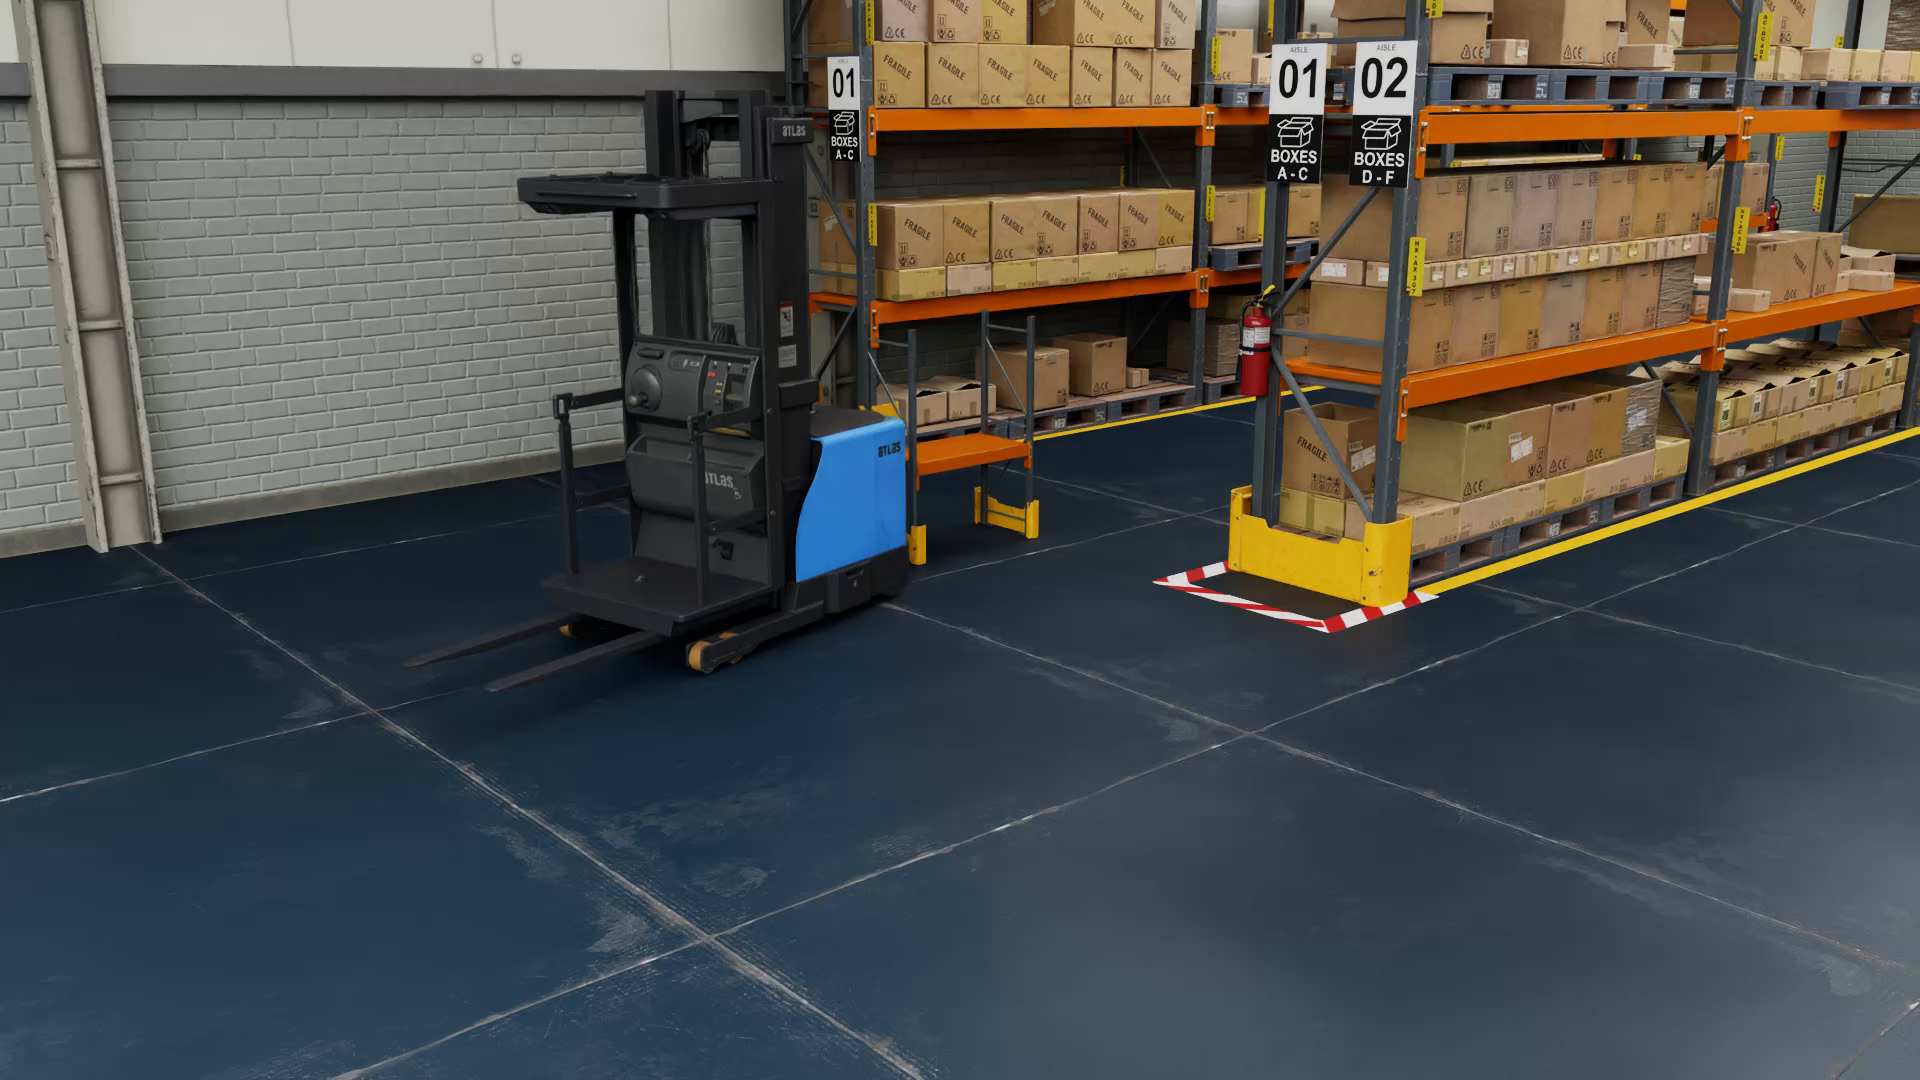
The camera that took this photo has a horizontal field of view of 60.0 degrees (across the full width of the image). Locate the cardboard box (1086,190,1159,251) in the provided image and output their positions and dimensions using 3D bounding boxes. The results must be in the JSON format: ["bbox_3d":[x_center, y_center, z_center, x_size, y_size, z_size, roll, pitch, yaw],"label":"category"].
[{"bbox_3d":[1.448,-2.909,15.126,0.500,0.500,0.500,-13,20,-40],"label":"cardboard box"}]

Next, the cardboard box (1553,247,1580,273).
[{"bbox_3d":[3.809,-1.840,10.877,0.250,0.149,0.380,-12,19,-39],"label":"cardboard box"}]

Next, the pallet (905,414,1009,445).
[{"bbox_3d":[-0.350,-0.954,14.413,1.213,0.211,1.003,-13,19,-39],"label":"pallet"}]

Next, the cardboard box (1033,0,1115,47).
[{"bbox_3d":[0.981,-4.503,14.311,0.500,0.500,0.500,-14,20,-41],"label":"cardboard box"}]

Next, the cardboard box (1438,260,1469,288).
[{"bbox_3d":[2.846,-1.626,10.072,0.250,0.149,0.380,-13,20,-41],"label":"cardboard box"}]

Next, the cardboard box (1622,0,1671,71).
[{"bbox_3d":[4.676,-3.606,11.845,0.500,0.500,0.500,-11,18,-35],"label":"cardboard box"}]

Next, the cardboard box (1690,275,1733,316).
[{"bbox_3d":[5.571,-1.891,12.808,0.500,0.250,0.500,-11,19,-36],"label":"cardboard box"}]

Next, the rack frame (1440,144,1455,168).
[{"bbox_3d":[4.992,-3.513,18.589,0.127,3.000,1.000,-13,19,-39],"label":"rack frame"}]

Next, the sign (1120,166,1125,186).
[{"bbox_3d":[1.607,-3.502,16.305,0.005,0.325,0.100,-13,19,-39],"label":"sign"}]

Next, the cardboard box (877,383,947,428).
[{"bbox_3d":[-0.462,-1.171,14.179,0.500,0.311,0.500,13,20,41],"label":"cardboard box"}]

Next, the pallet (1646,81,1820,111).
[{"bbox_3d":[5.886,-3.380,12.651,1.217,0.209,0.805,-14,20,-42],"label":"pallet"}]

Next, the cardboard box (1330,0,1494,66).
[{"bbox_3d":[2.647,-3.060,9.796,0.637,0.503,0.797,-11,18,-36],"label":"cardboard box"}]

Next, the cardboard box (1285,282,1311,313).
[{"bbox_3d":[3.627,-2.576,17.618,0.500,0.250,0.500,-13,20,-40],"label":"cardboard box"}]

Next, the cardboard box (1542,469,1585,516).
[{"bbox_3d":[3.894,-0.370,11.336,0.500,0.250,0.500,-13,19,-39],"label":"cardboard box"}]

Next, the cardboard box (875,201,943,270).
[{"bbox_3d":[-0.486,-2.480,13.519,0.500,0.500,0.500,-13,19,-39],"label":"cardboard box"}]

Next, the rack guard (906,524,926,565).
[{"bbox_3d":[-0.433,-0.023,10.854,0.087,0.250,0.587,-13,19,-39],"label":"rack guard"}]

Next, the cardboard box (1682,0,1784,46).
[{"bbox_3d":[5.720,-3.910,12.288,0.500,0.500,0.500,-12,19,-39],"label":"cardboard box"}]

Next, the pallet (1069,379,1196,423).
[{"bbox_3d":[1.491,-1.368,15.961,1.213,0.211,1.003,-13,19,-39],"label":"pallet"}]

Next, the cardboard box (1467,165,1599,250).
[{"bbox_3d":[3.762,-2.215,11.023,0.500,0.500,0.700,-13,19,-39],"label":"cardboard box"}]

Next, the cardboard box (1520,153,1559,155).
[{"bbox_3d":[7.101,-4.637,20.537,0.500,0.250,0.500,-12,19,-39],"label":"cardboard box"}]

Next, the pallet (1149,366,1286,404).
[{"bbox_3d":[2.561,-1.620,16.907,1.213,0.211,1.003,-13,19,-39],"label":"pallet"}]

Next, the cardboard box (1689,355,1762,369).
[{"bbox_3d":[6.494,-1.399,14.104,0.500,0.311,0.500,-13,20,-40],"label":"cardboard box"}]

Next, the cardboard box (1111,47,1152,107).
[{"bbox_3d":[1.366,-4.126,14.838,0.500,0.500,0.500,14,20,42],"label":"cardboard box"}]

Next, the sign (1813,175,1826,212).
[{"bbox_3d":[7.883,-3.174,15.232,0.005,0.325,0.100,-13,19,-39],"label":"sign"}]

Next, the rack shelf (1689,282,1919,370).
[{"bbox_3d":[6.738,-1.863,13.806,4.000,0.370,1.077,-13,19,-39],"label":"rack shelf"}]

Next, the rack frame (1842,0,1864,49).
[{"bbox_3d":[8.246,-5.448,14.207,0.127,3.000,1.000,-13,19,-39],"label":"rack frame"}]

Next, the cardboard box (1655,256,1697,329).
[{"bbox_3d":[4.898,-1.844,12.145,0.500,0.500,0.700,-13,20,-41],"label":"cardboard box"}]

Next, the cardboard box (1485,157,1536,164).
[{"bbox_3d":[6.283,-4.280,19.200,0.500,0.250,0.500,-12,19,-39],"label":"cardboard box"}]

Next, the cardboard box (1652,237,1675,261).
[{"bbox_3d":[4.780,-2.059,11.696,0.250,0.149,0.380,-13,20,-41],"label":"cardboard box"}]

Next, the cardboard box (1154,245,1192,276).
[{"bbox_3d":[1.816,-2.633,15.548,0.500,0.250,0.500,-13,19,-39],"label":"cardboard box"}]

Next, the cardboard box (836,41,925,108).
[{"bbox_3d":[-0.627,-3.673,13.143,0.500,0.500,0.500,-12,19,-38],"label":"cardboard box"}]

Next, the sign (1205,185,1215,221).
[{"bbox_3d":[2.336,-3.149,15.550,0.005,0.325,0.100,-13,19,-39],"label":"sign"}]

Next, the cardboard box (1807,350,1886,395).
[{"bbox_3d":[7.625,-1.469,14.363,0.500,0.311,0.500,-13,20,-40],"label":"cardboard box"}]

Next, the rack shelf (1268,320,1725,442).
[{"bbox_3d":[3.720,-1.185,11.269,4.000,0.370,1.077,-13,19,-39],"label":"rack shelf"}]

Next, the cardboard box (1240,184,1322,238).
[{"bbox_3d":[3.283,-3.387,17.070,0.500,0.500,0.700,-10,18,-32],"label":"cardboard box"}]

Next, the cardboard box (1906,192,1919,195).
[{"bbox_3d":[9.463,-3.047,15.837,0.500,0.500,0.700,-9,17,-29],"label":"cardboard box"}]

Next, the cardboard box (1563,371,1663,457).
[{"bbox_3d":[4.638,-0.905,11.886,0.500,0.500,0.500,-13,19,-39],"label":"cardboard box"}]

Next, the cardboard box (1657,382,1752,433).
[{"bbox_3d":[5.704,-1.039,12.753,0.500,0.311,0.500,-13,19,-39],"label":"cardboard box"}]

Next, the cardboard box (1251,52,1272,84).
[{"bbox_3d":[2.904,-4.626,16.302,0.500,0.311,0.500,-12,19,-38],"label":"cardboard box"}]

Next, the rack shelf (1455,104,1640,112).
[{"bbox_3d":[6.500,-4.953,19.563,4.000,0.370,1.077,-13,19,-39],"label":"rack shelf"}]

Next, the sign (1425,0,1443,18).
[{"bbox_3d":[2.571,-2.995,8.989,0.005,0.325,0.100,-13,19,-39],"label":"sign"}]

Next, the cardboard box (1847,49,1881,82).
[{"bbox_3d":[7.118,-3.854,13.530,0.500,0.250,0.500,-13,20,-40],"label":"cardboard box"}]

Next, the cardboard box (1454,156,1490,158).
[{"bbox_3d":[5.946,-4.378,19.564,0.500,0.250,0.500,-13,20,-41],"label":"cardboard box"}]

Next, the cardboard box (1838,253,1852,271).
[{"bbox_3d":[7.444,-2.392,14.567,0.500,0.311,0.500,-13,20,-40],"label":"cardboard box"}]

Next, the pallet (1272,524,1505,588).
[{"bbox_3d":[2.761,0.015,10.783,1.213,0.211,1.003,-13,19,-39],"label":"pallet"}]

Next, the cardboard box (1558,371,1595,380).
[{"bbox_3d":[4.301,-1.005,12.260,0.500,0.500,0.500,-13,19,-39],"label":"cardboard box"}]

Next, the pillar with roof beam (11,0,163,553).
[{"bbox_3d":[-2.783,-3.489,6.873,0.400,9.000,9.100,-13,19,-39],"label":"pillar with roof beam"}]

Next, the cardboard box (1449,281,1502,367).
[{"bbox_3d":[2.965,-1.409,10.518,0.500,0.500,0.700,-12,19,-38],"label":"cardboard box"}]

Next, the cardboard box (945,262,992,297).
[{"bbox_3d":[-0.084,-2.207,13.950,0.500,0.250,0.500,-13,20,-41],"label":"cardboard box"}]

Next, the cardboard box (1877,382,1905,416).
[{"bbox_3d":[8.009,-1.287,14.770,0.500,0.250,0.500,-12,19,-38],"label":"cardboard box"}]

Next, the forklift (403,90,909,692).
[{"bbox_3d":[-1.571,-0.864,8.803,1.130,2.935,3.031,10,18,34],"label":"forklift"}]

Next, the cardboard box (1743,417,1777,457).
[{"bbox_3d":[6.082,-0.853,13.143,0.500,0.250,0.500,-12,19,-38],"label":"cardboard box"}]

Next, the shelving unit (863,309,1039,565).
[{"bbox_3d":[-0.058,-0.712,11.008,1.083,1.500,0.587,-13,19,-39],"label":"shelving unit"}]

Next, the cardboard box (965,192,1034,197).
[{"bbox_3d":[0.326,-2.836,14.852,0.500,0.500,0.500,-12,19,-39],"label":"cardboard box"}]

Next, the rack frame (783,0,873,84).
[{"bbox_3d":[-1.043,-5.056,12.741,0.127,3.000,1.000,-13,19,-39],"label":"rack frame"}]

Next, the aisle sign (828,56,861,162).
[{"bbox_3d":[-0.901,-3.343,12.916,0.004,0.787,0.394,-13,19,-39],"label":"aisle sign"}]
